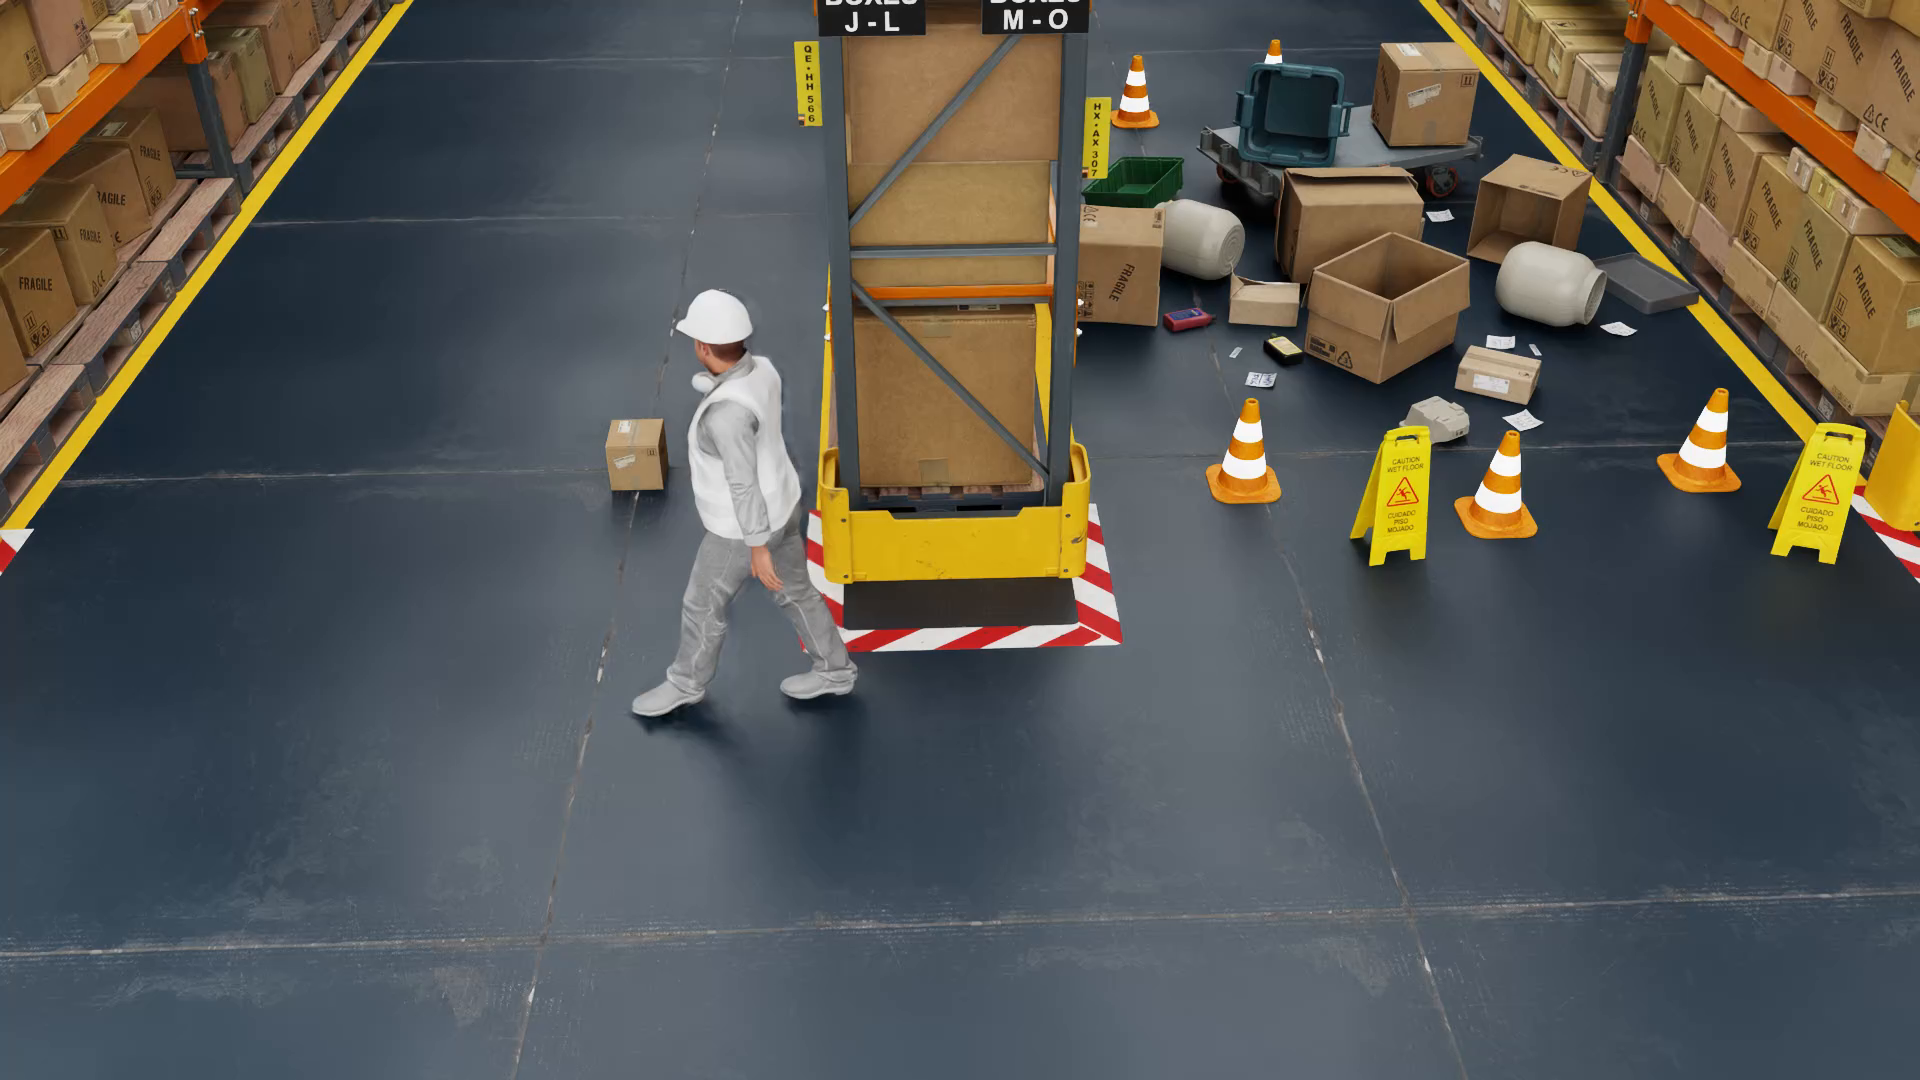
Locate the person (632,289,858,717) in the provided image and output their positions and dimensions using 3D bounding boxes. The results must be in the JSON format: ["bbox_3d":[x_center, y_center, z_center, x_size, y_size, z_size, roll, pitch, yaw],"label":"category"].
[{"bbox_3d":[-0.838,-0.117,6.283,0.860,1.739,0.613,7,36,10],"label":"person"}]
